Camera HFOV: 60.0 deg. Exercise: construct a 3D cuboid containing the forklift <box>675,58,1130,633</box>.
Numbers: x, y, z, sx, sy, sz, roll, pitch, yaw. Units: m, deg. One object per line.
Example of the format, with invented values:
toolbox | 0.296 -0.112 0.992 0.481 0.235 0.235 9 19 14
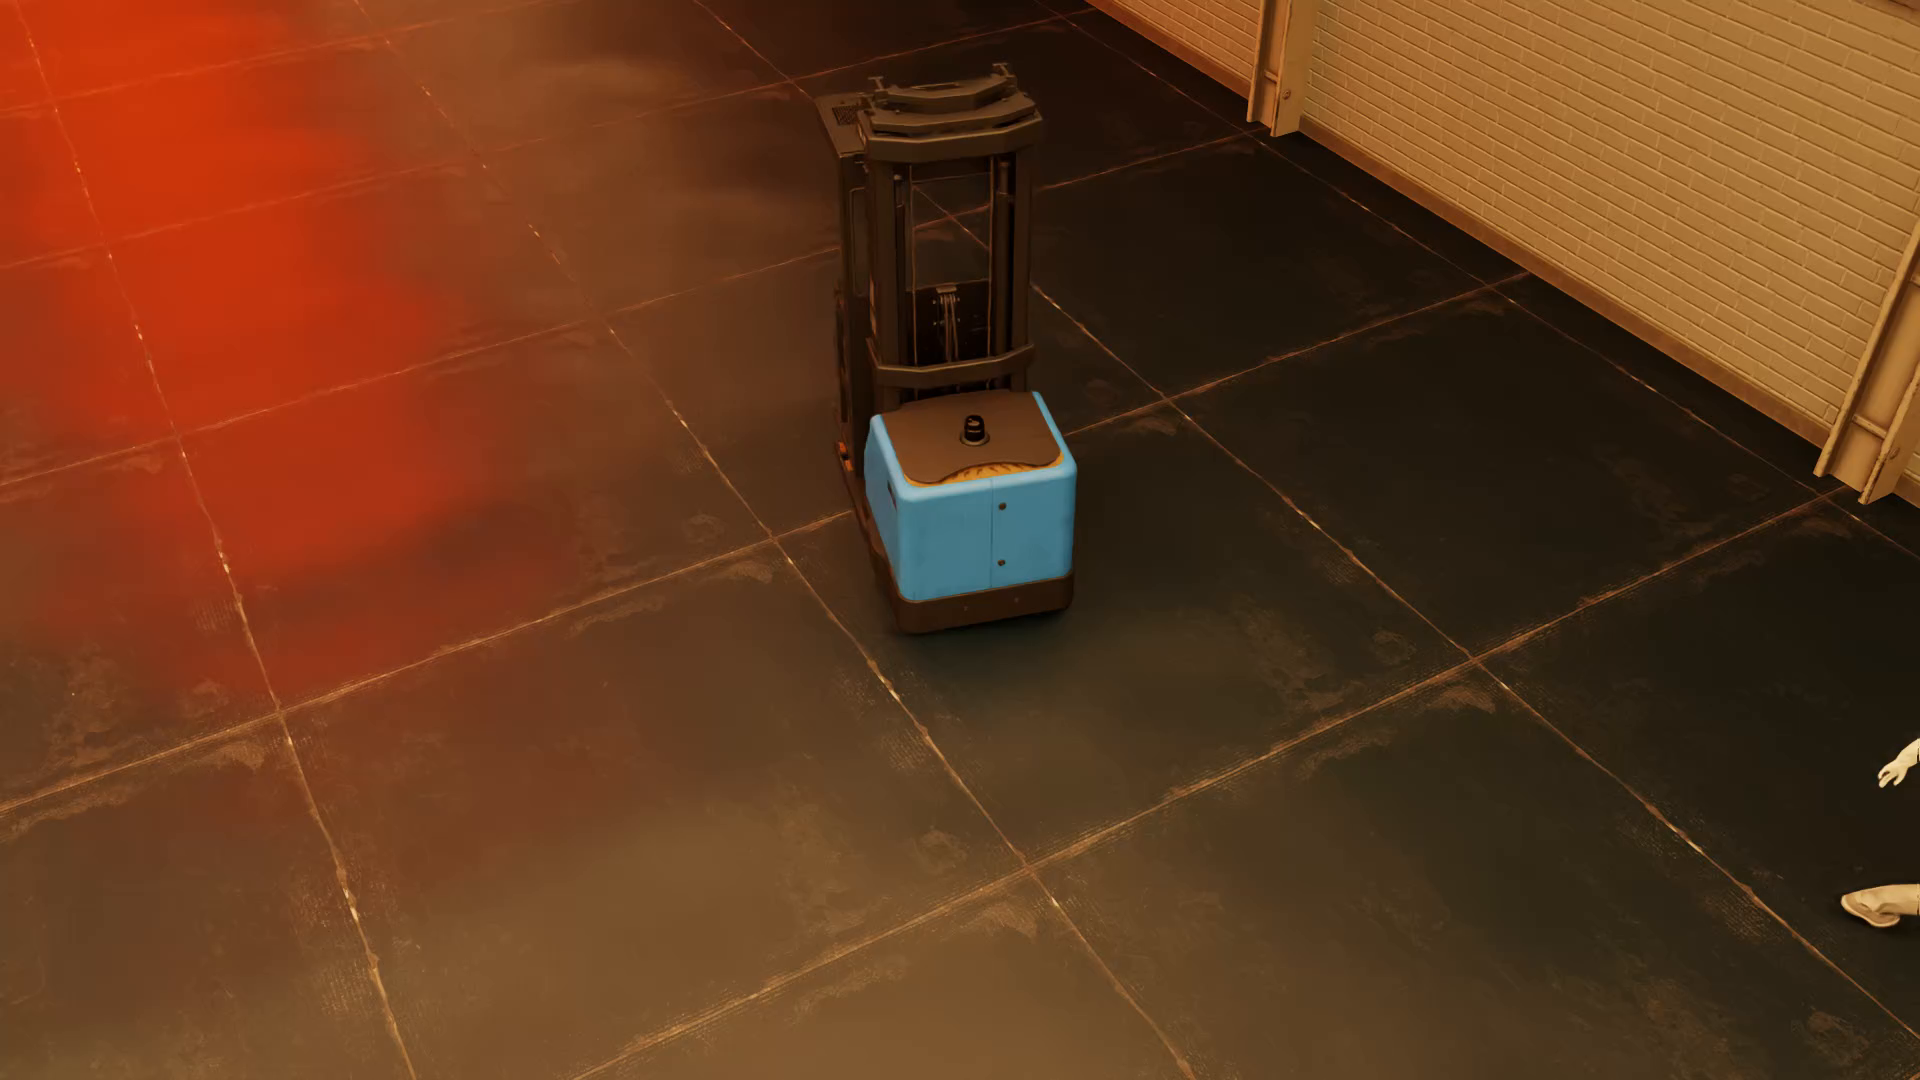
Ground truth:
forklift | -0.481 -1.366 9.683 3.031 2.935 1.130 26 46 28
